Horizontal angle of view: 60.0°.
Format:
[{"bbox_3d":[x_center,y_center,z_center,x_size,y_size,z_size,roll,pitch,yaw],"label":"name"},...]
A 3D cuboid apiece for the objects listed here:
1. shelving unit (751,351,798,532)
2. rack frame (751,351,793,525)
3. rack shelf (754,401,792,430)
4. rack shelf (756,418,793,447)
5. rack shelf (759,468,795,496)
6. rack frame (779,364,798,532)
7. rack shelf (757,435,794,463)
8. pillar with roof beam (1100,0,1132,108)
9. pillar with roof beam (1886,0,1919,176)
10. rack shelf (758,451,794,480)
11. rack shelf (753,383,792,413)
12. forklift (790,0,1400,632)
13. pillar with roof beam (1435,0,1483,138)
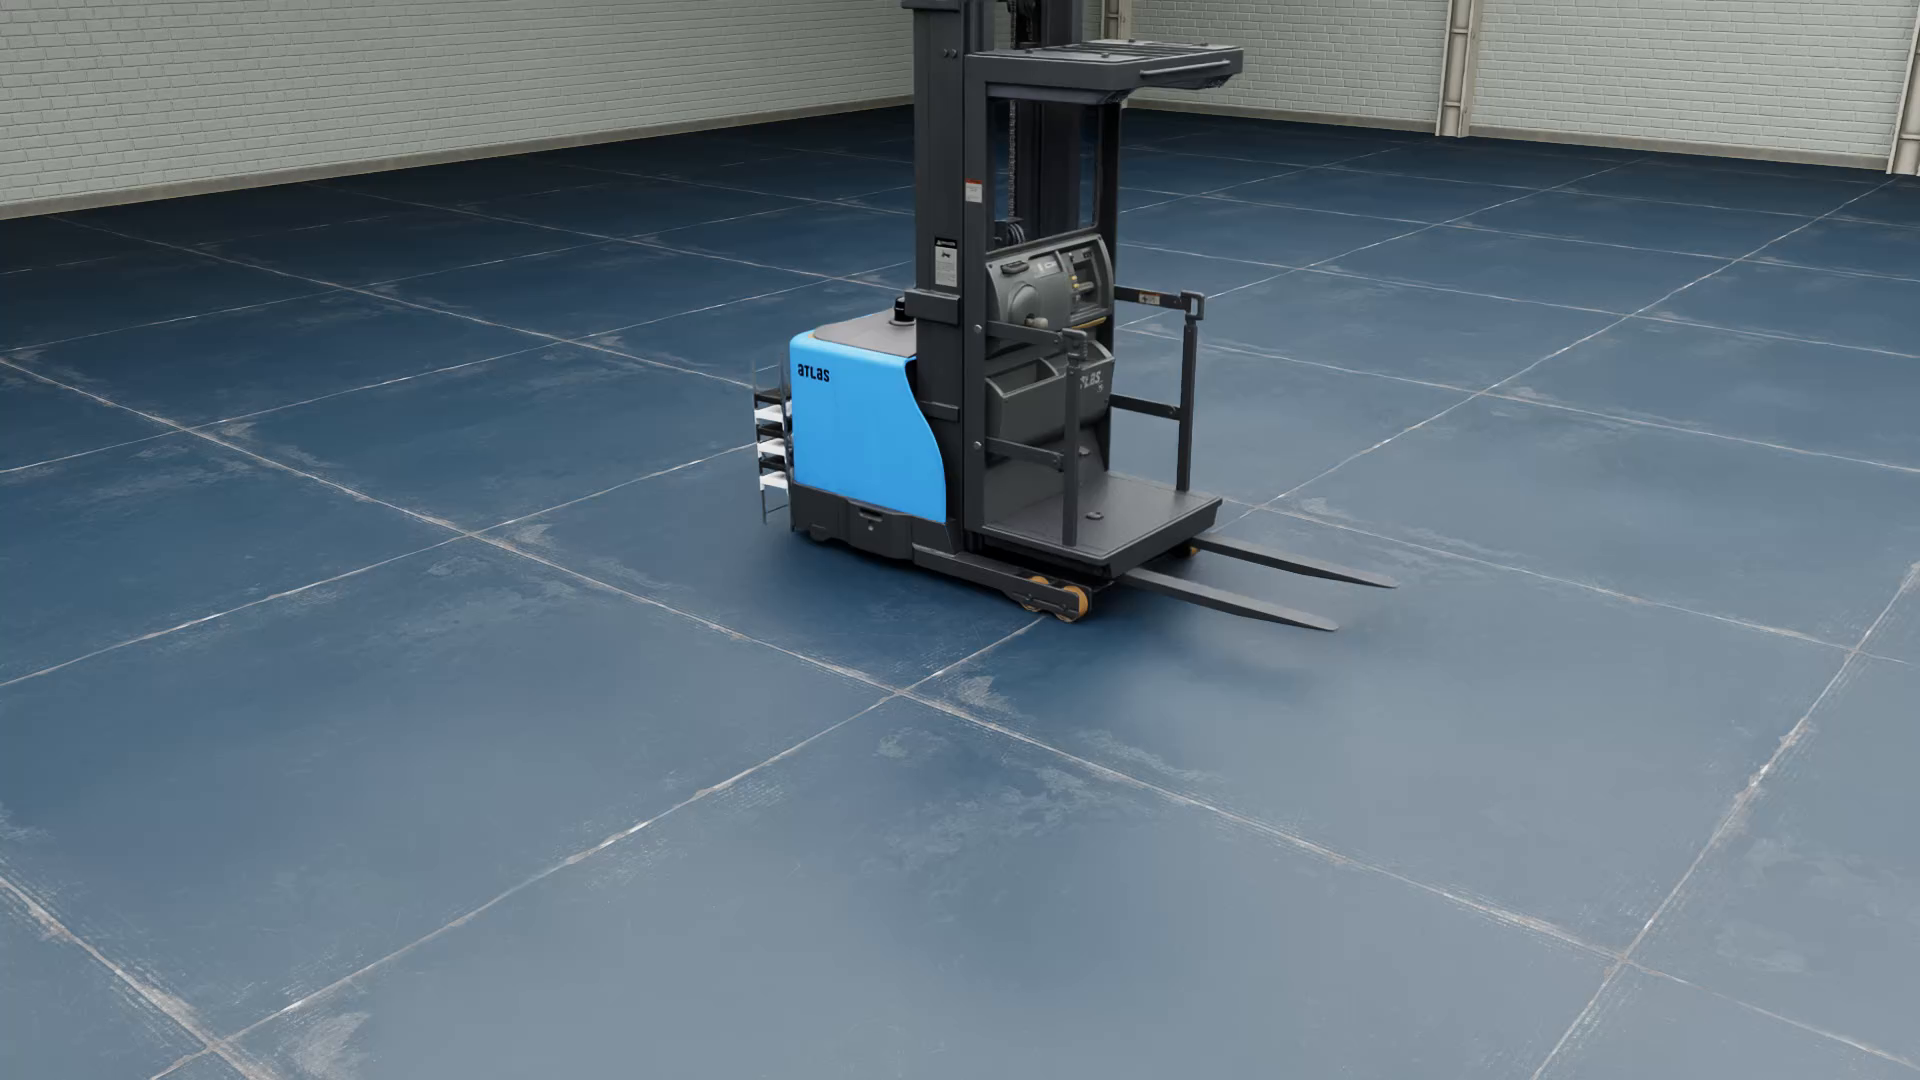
[{"bbox_3d":[-0.909,-0.518,8.755,0.210,0.900,0.258,13,24,36],"label":"shelving unit"},{"bbox_3d":[-0.989,-0.536,8.815,0.006,0.900,0.240,13,24,36],"label":"rack frame"},{"bbox_3d":[-0.913,-0.656,8.707,0.200,0.077,0.258,13,24,36],"label":"rack shelf"},{"bbox_3d":[-0.911,-0.571,8.737,0.200,0.077,0.258,13,24,36],"label":"rack shelf"},{"bbox_3d":[-0.903,-0.317,8.826,0.200,0.077,0.258,13,24,36],"label":"rack shelf"},{"bbox_3d":[-0.829,-0.499,8.695,0.006,0.900,0.240,13,24,36],"label":"rack frame"},{"bbox_3d":[-0.908,-0.486,8.766,0.200,0.077,0.258,13,24,36],"label":"rack shelf"},{"bbox_3d":[-0.143,-10.314,23.265,0.400,9.000,9.100,16,26,36],"label":"pillar with roof beam"},{"bbox_3d":[9.153,-7.637,16.166,0.400,9.000,9.100,16,26,36],"label":"pillar with roof beam"},{"bbox_3d":[-0.905,-0.402,8.796,0.200,0.077,0.258,13,24,36],"label":"rack shelf"},{"bbox_3d":[-0.916,-0.741,8.677,0.200,0.077,0.258,13,24,36],"label":"rack shelf"},{"bbox_3d":[0.597,-1.204,7.706,3.031,2.935,1.130,16,26,35],"label":"forklift"},{"bbox_3d":[4.505,-8.975,19.715,0.400,9.000,9.100,16,26,36],"label":"pillar with roof beam"}]
